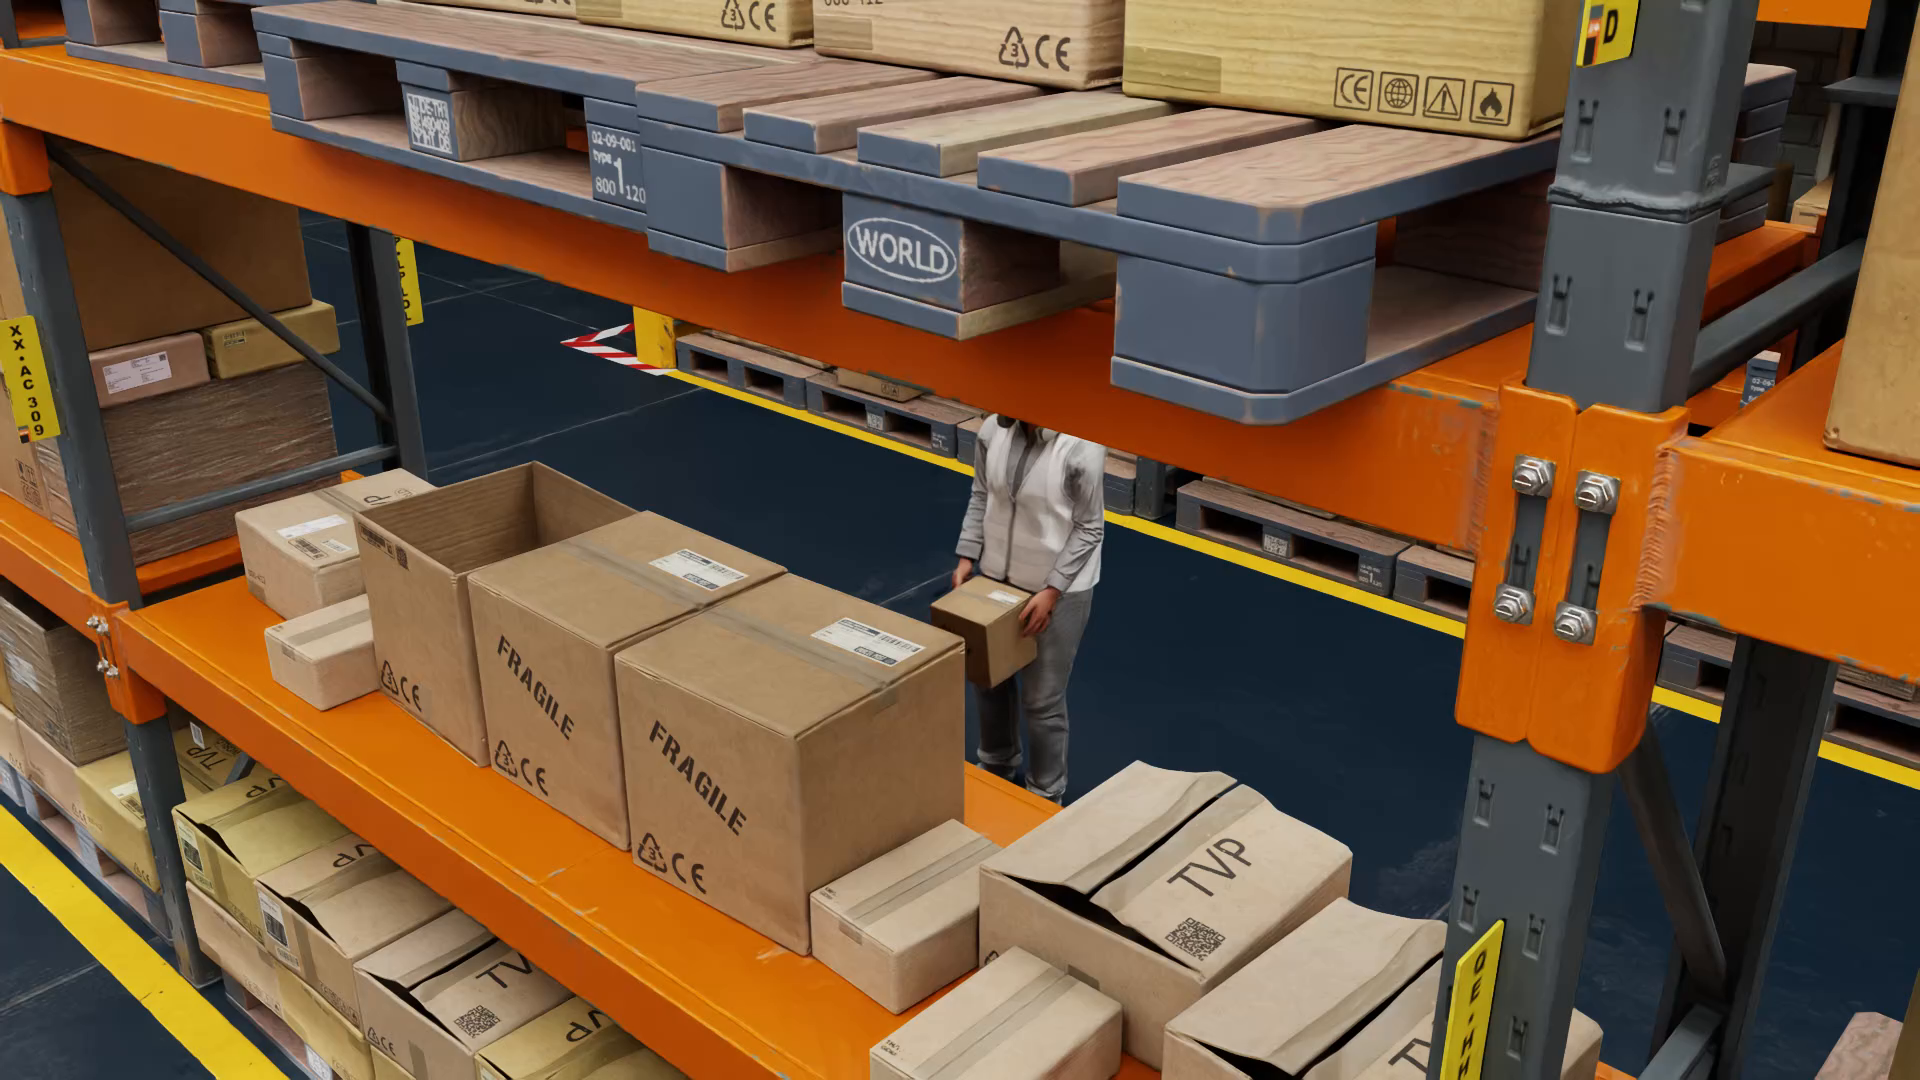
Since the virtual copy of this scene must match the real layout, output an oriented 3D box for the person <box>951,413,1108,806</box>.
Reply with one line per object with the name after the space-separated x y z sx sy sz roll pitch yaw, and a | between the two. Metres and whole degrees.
0.243 0.139 5.742 0.546 1.779 0.470 19 30 37 | person
